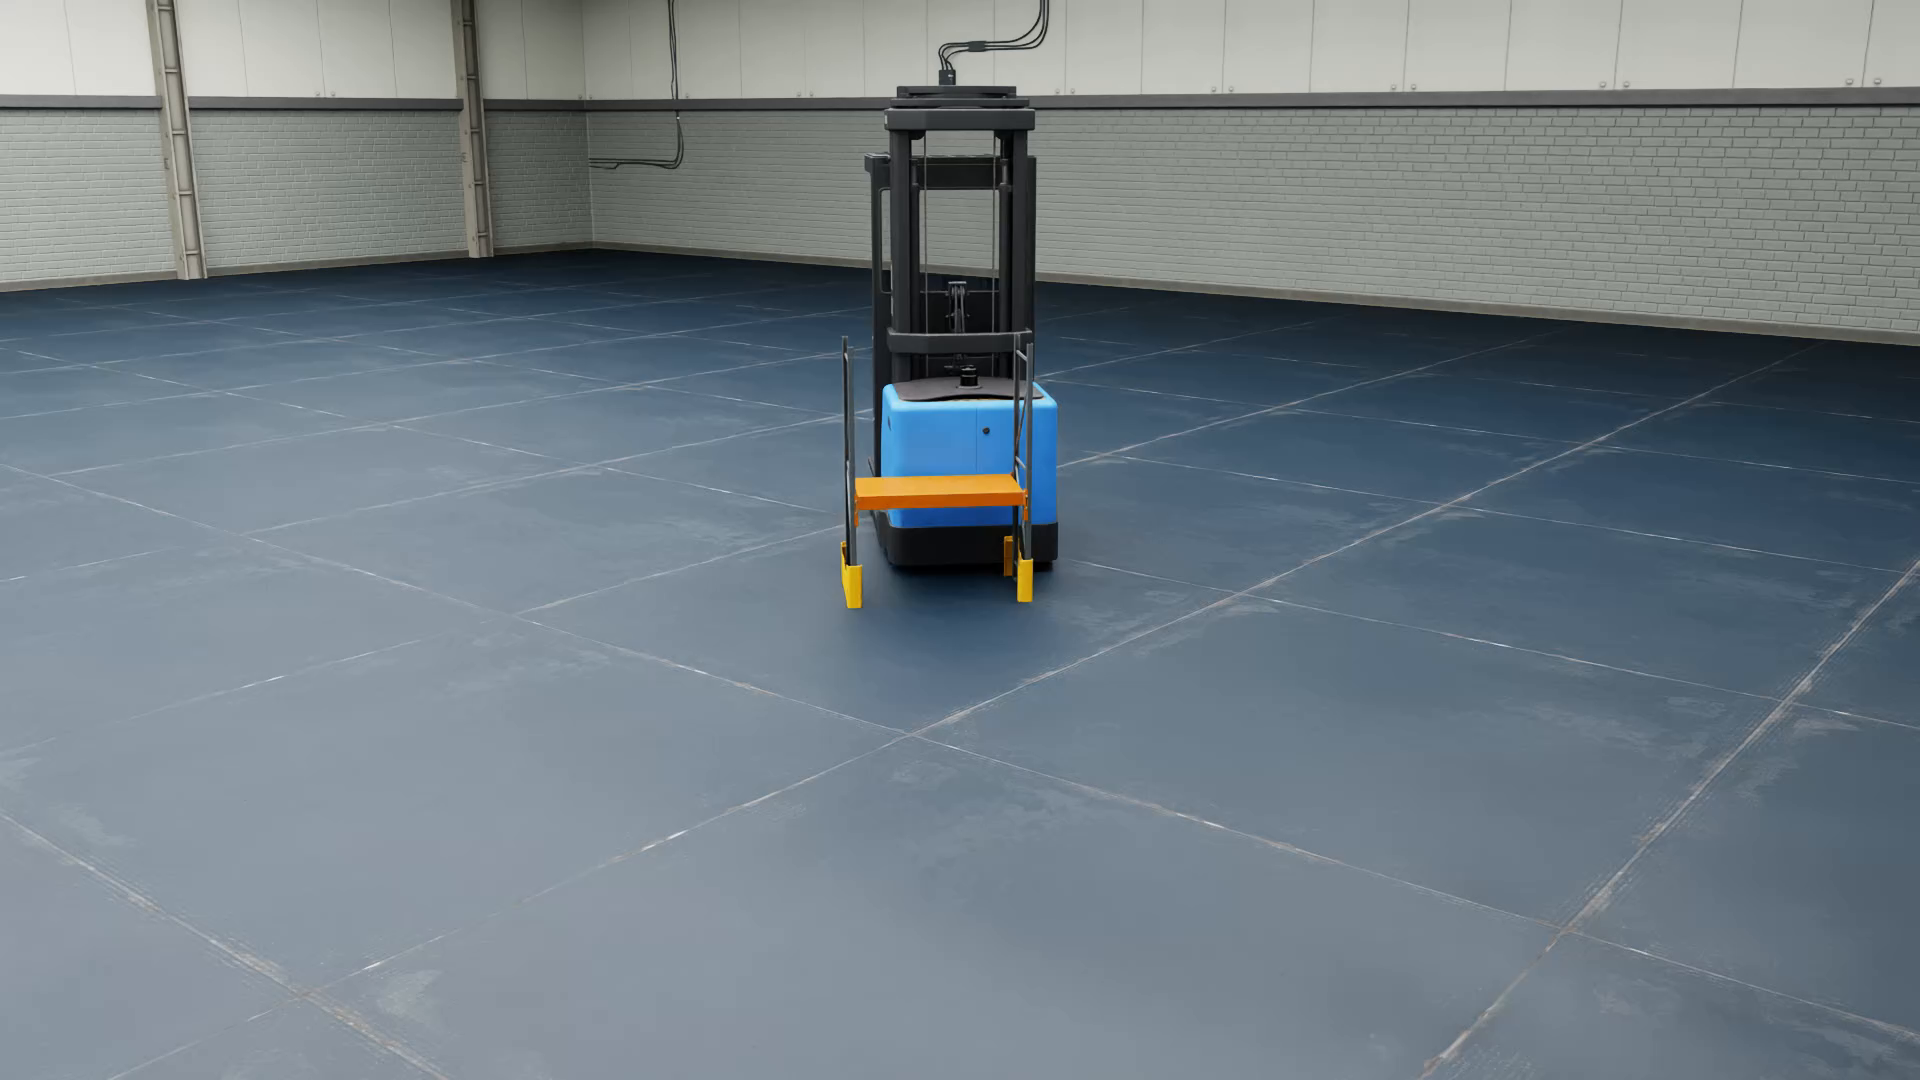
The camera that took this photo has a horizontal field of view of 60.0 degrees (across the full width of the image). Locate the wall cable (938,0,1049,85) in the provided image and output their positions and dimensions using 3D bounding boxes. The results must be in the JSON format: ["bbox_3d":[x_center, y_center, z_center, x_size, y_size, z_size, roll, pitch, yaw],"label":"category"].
[{"bbox_3d":[0.542,-10.641,27.826,2.305,6.003,0.169,11,18,38],"label":"wall cable"}]

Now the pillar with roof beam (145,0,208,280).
[{"bbox_3d":[-10.135,-8.290,25.479,9.100,9.000,0.400,11,18,38],"label":"pillar with roof beam"}]

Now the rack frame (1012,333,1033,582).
[{"bbox_3d":[0.367,-0.437,9.796,0.032,1.500,0.500,-2,14,-7],"label":"rack frame"}]

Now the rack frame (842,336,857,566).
[{"bbox_3d":[-0.641,-0.405,9.670,0.032,1.500,0.500,-2,14,-7],"label":"rack frame"}]

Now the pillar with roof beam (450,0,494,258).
[{"bbox_3d":[-6.364,-9.439,30.002,9.100,9.000,0.400,11,18,38],"label":"pillar with roof beam"}]

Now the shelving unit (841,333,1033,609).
[{"bbox_3d":[-0.146,-0.421,9.732,1.083,1.500,0.587,-2,14,-7],"label":"shelving unit"}]

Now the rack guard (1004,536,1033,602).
[{"bbox_3d":[0.348,0.170,9.948,0.087,0.250,0.587,-2,14,-7],"label":"rack guard"}]

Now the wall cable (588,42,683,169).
[{"bbox_3d":[-6.832,-8.960,34.422,3.097,2.526,0.112,11,18,38],"label":"wall cable"}]

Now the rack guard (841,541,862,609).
[{"bbox_3d":[-0.640,0.201,9.824,0.087,0.250,0.587,-2,14,-7],"label":"rack guard"}]

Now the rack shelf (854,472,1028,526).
[{"bbox_3d":[-0.137,-0.246,9.778,1.000,0.185,0.538,-2,14,-7],"label":"rack shelf"}]

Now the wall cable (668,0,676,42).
[{"bbox_3d":[-4.728,-10.989,32.152,3.097,2.526,0.112,11,18,38],"label":"wall cable"}]

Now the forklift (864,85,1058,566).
[{"bbox_3d":[-0.071,-1.574,11.366,1.130,2.935,3.031,-2,14,-6],"label":"forklift"}]
